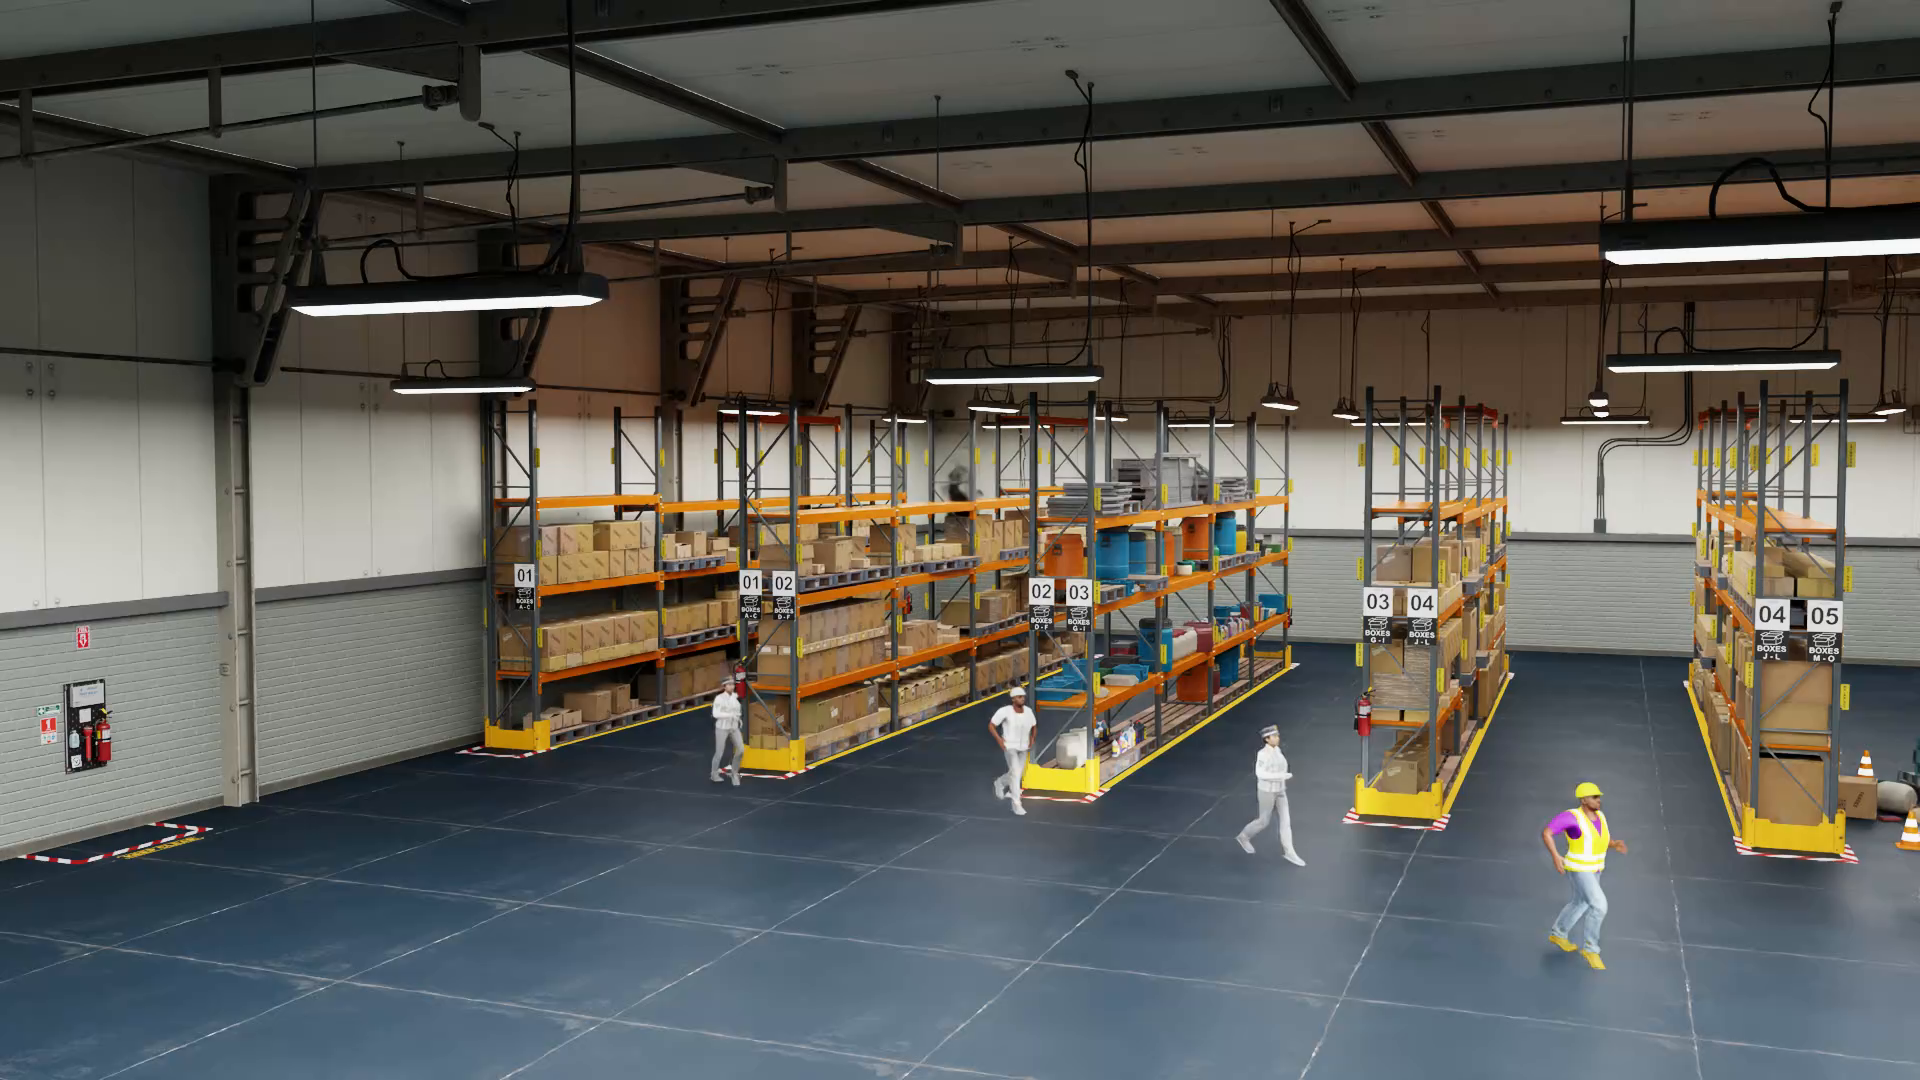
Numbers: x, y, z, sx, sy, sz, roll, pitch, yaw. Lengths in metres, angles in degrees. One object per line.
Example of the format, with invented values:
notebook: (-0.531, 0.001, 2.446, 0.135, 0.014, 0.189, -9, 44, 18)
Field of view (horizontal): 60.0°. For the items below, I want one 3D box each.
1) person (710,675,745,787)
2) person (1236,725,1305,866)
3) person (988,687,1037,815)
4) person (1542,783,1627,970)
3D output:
person: (-3.514, 2.911, 25.386, 0.620, 1.716, 0.710, -2, 4, -37)
person: (3.855, 3.119, 20.523, 0.880, 1.703, 0.612, 3, 4, 44)
person: (0.775, 2.972, 23.747, 0.729, 1.764, 0.881, -2, 3, -31)
person: (6.223, 3.314, 16.553, 0.678, 1.828, 0.775, -2, 4, -40)
